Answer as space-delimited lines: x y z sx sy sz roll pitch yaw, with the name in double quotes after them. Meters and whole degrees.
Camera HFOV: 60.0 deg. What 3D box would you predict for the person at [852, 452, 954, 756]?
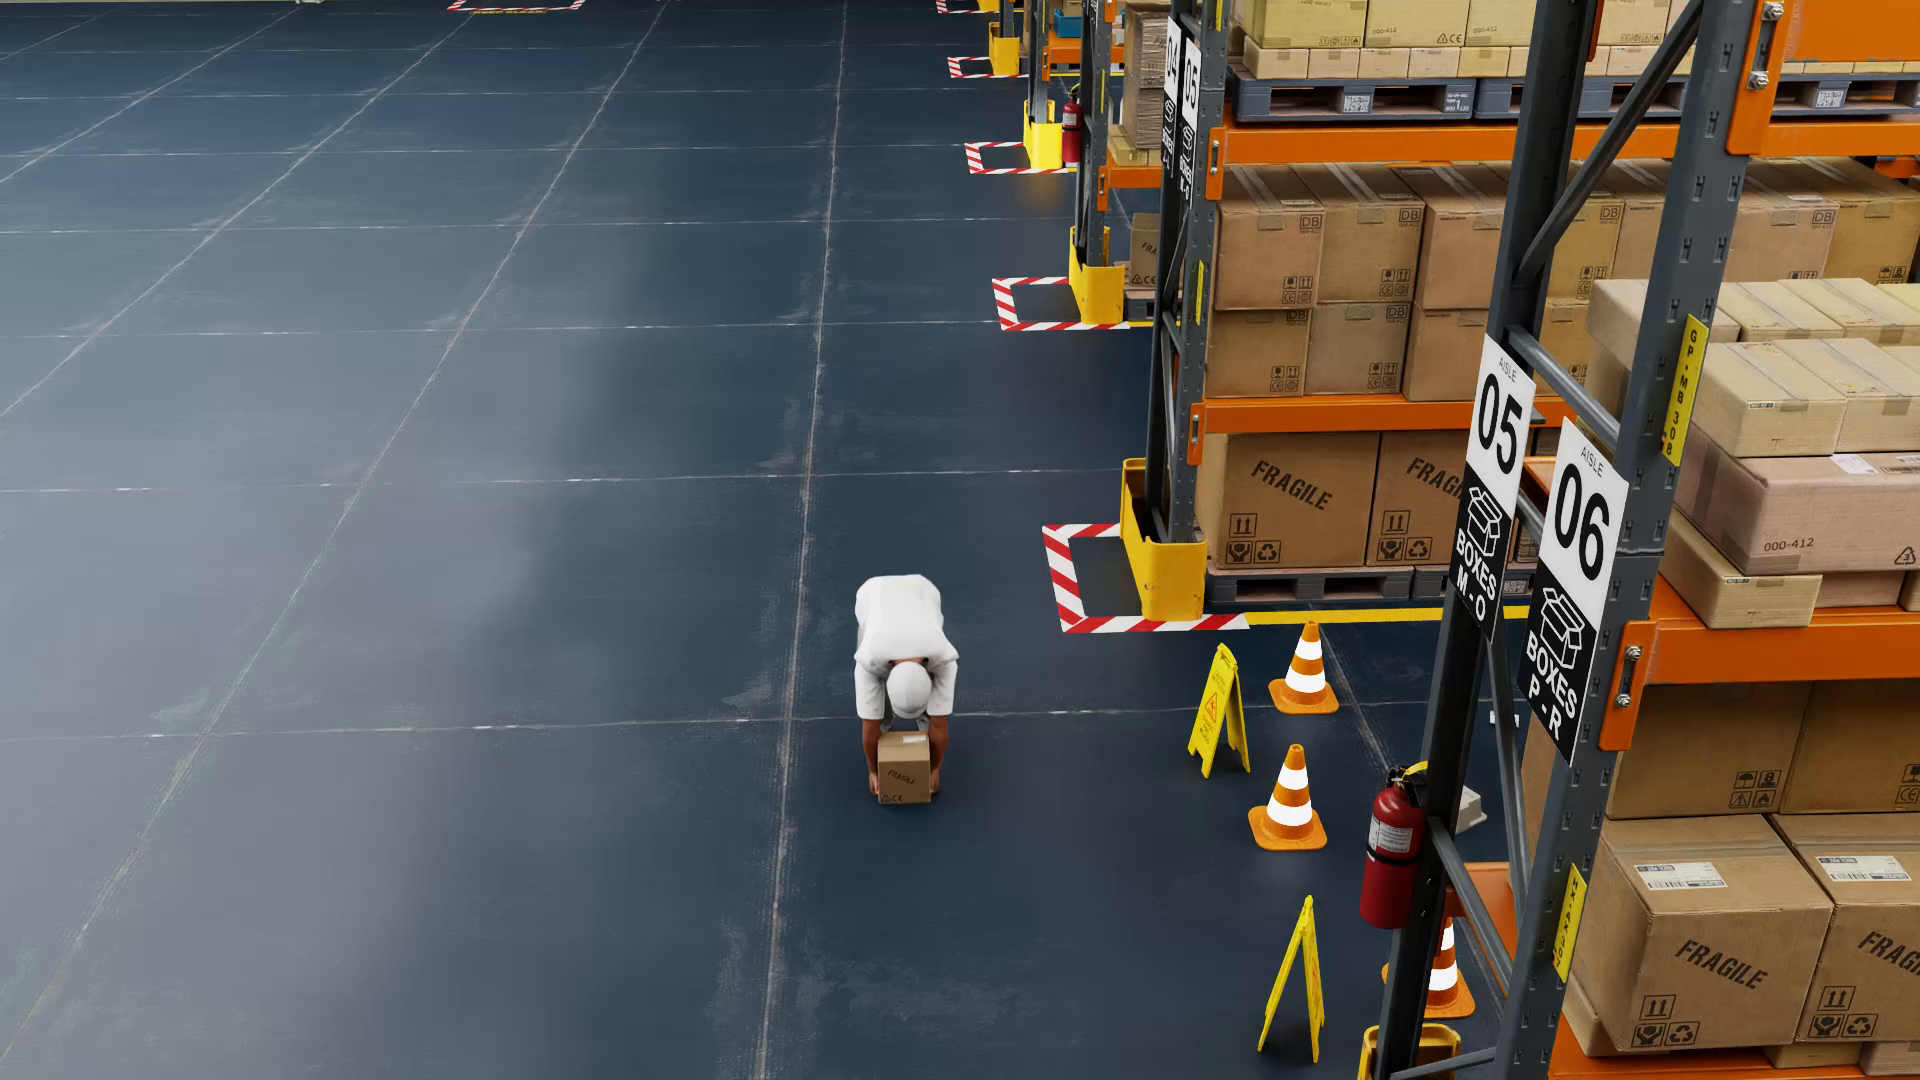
-0.271 0.295 8.101 0.488 1.693 0.636 -2 27 -4 "person"
